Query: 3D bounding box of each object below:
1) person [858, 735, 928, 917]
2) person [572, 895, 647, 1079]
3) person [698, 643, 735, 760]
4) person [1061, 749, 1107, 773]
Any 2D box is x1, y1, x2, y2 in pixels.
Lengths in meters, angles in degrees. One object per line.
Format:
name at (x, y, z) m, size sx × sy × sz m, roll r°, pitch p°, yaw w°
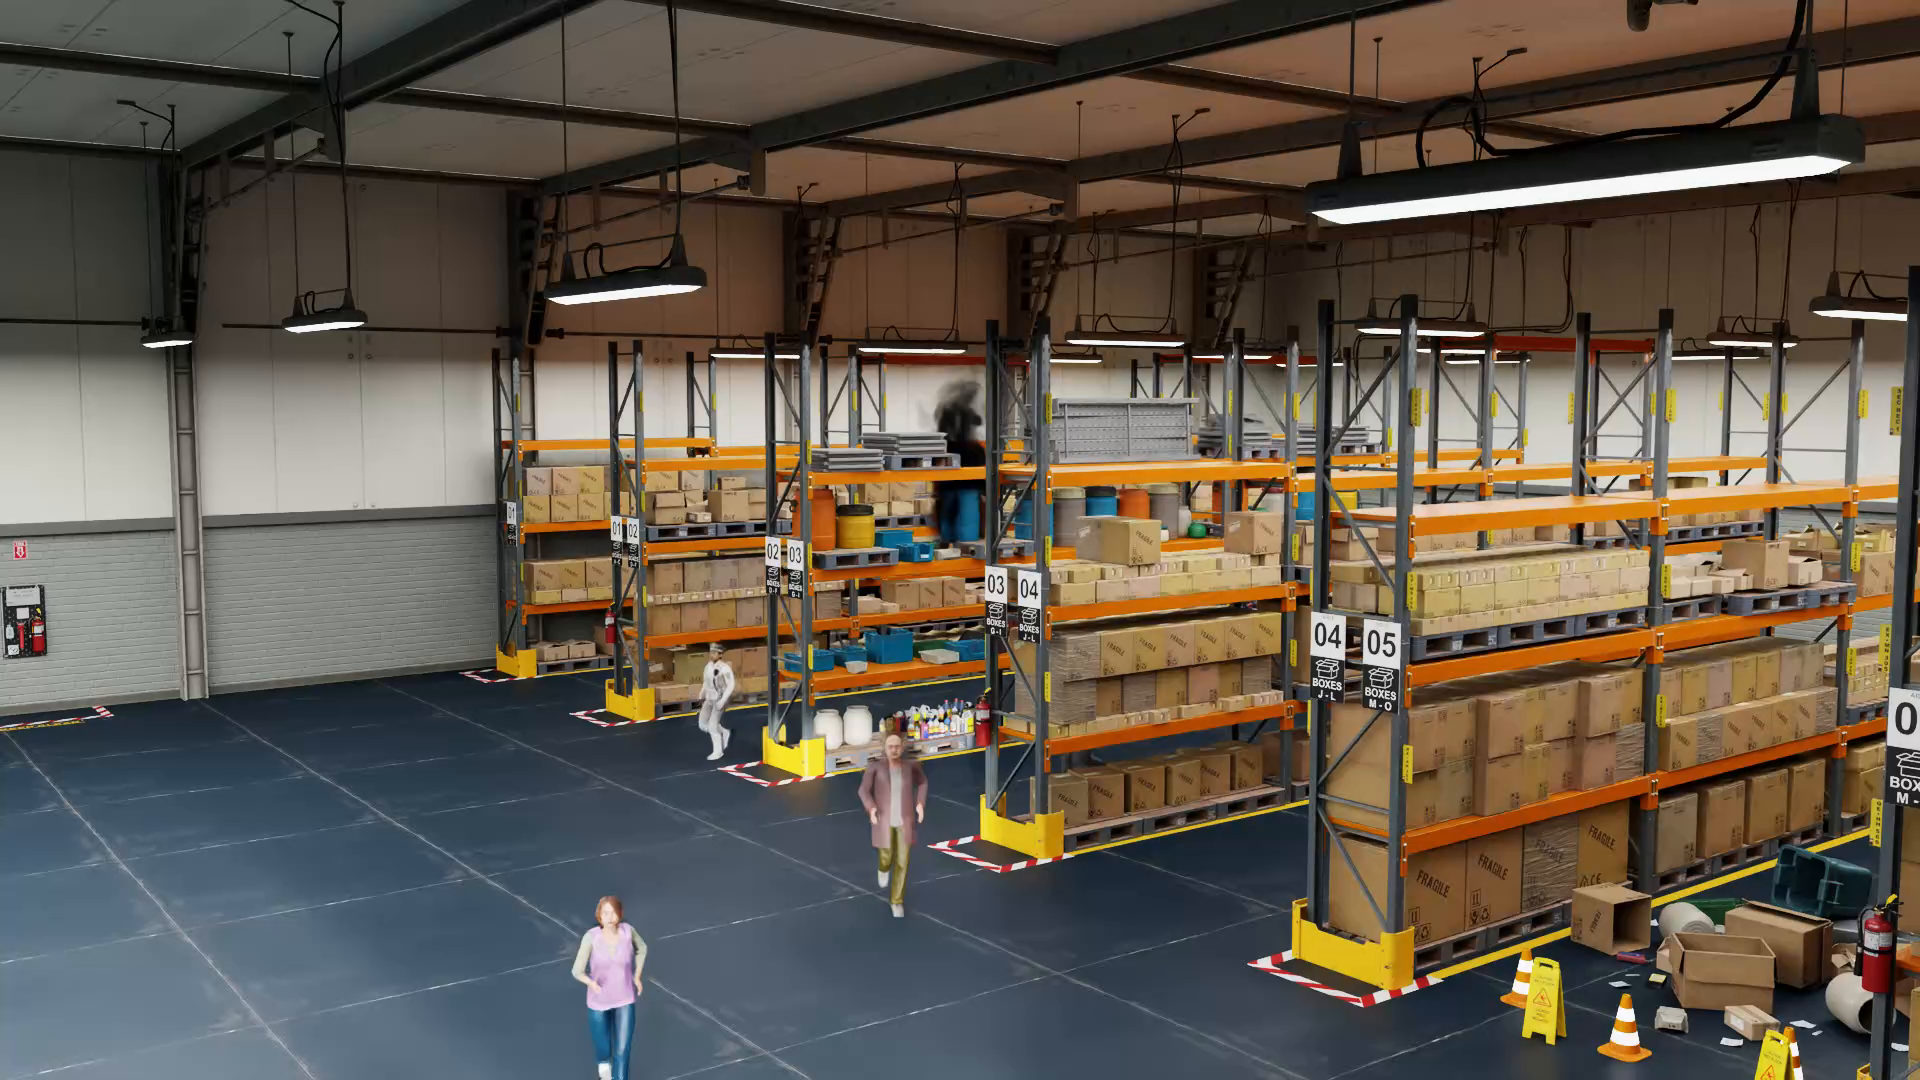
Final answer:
person at (-0.661, 2.832, 16.755) m, size 0.721 × 1.761 × 0.861 m, roll -1°, pitch 5°, yaw -8°
person at (-2.497, 3.317, 11.903) m, size 0.540 × 1.593 × 0.872 m, roll -1°, pitch 5°, yaw -16°
person at (-3.463, 2.278, 23.631) m, size 0.652 × 1.667 × 0.502 m, roll 5°, pitch 7°, yaw 44°
person at (1.563, 2.461, 21.450) m, size 0.871 × 1.627 × 0.587 m, roll -4°, pitch 6°, yaw -39°
